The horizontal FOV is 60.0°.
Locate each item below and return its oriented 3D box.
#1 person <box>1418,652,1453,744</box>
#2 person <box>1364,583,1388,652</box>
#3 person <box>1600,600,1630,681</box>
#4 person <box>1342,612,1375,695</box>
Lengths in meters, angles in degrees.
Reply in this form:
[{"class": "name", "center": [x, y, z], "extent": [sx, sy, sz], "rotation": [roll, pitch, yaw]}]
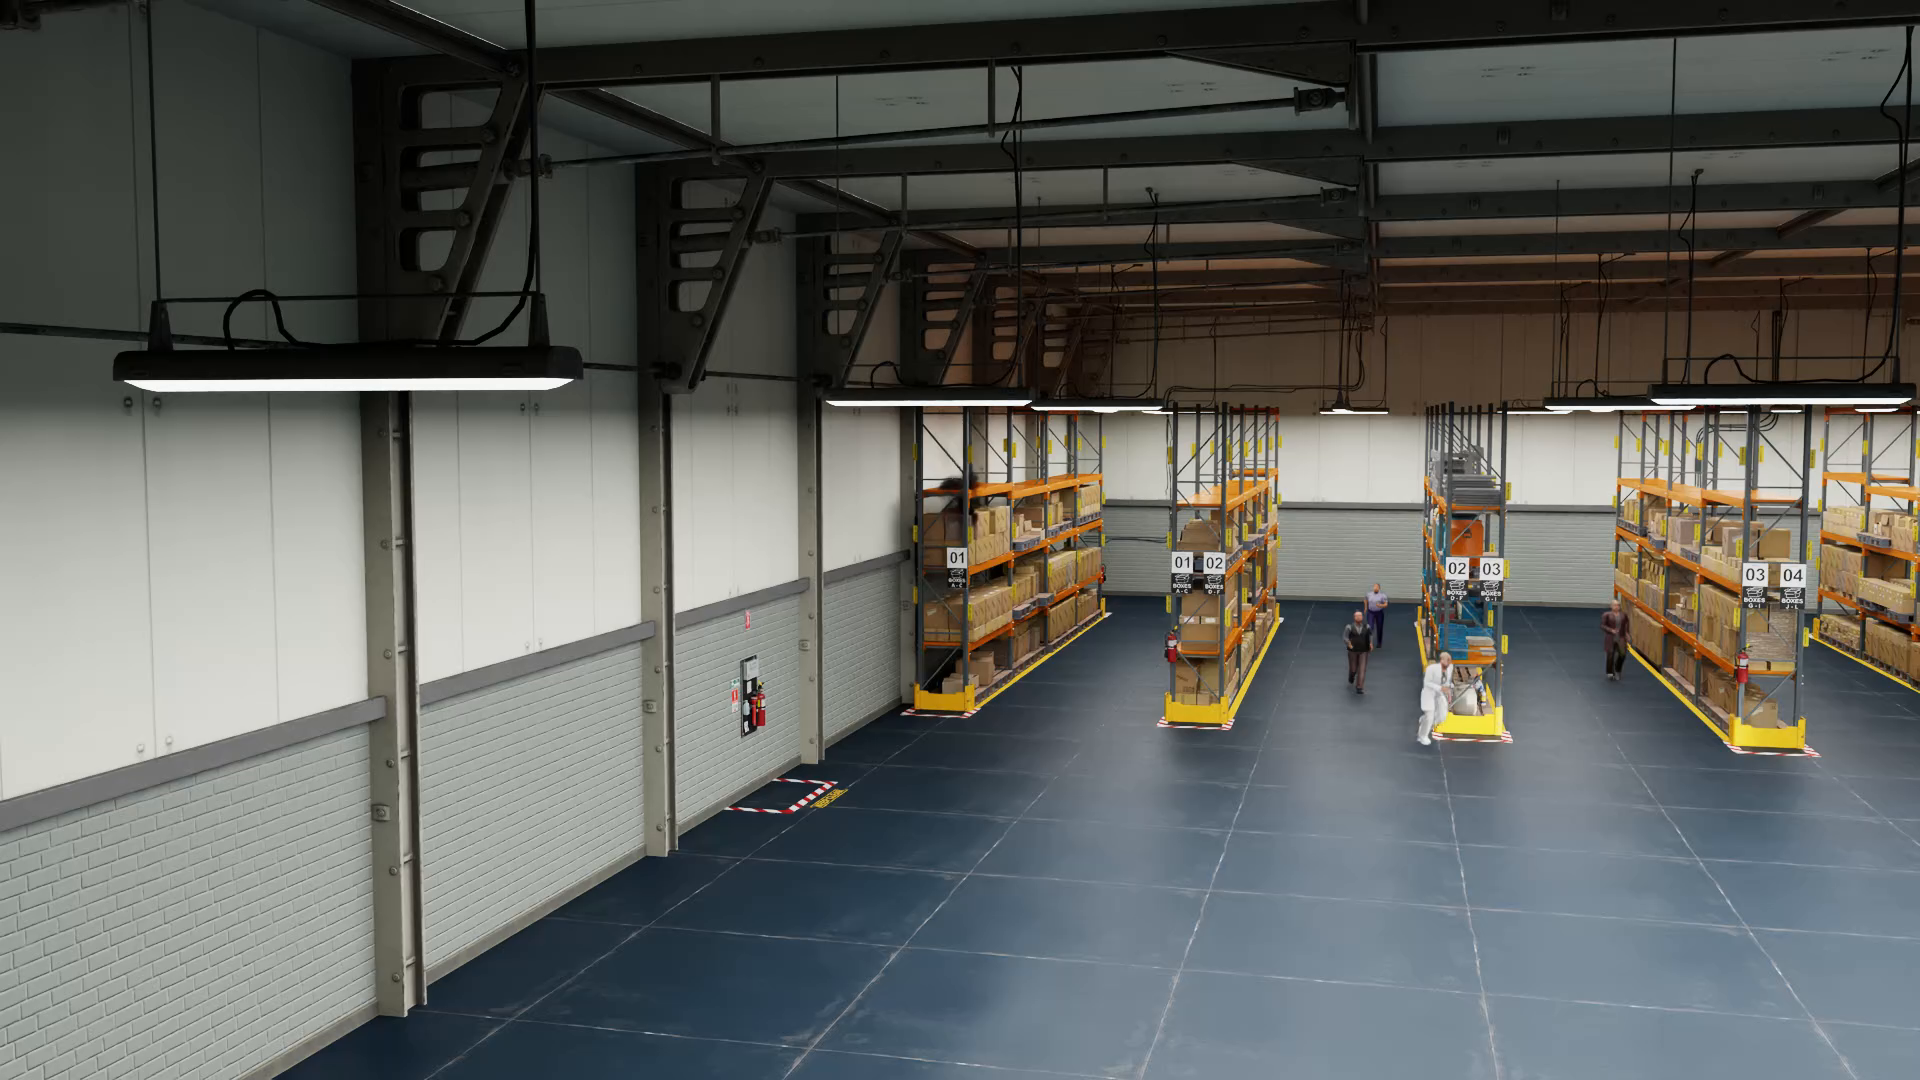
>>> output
[{"class": "person", "center": [8.369, 2.760, 29.030], "extent": [0.731, 1.655, 0.843], "rotation": [-2, 5, -25]}, {"class": "person", "center": [10.195, 1.892, 40.786], "extent": [0.580, 1.709, 0.764], "rotation": [1, 4, 18]}, {"class": "person", "center": [14.213, 2.180, 36.059], "extent": [0.672, 1.771, 0.837], "rotation": [1, 4, 7]}, {"class": "person", "center": [8.294, 2.332, 34.578], "extent": [0.677, 1.691, 0.896], "rotation": [0, 4, 7]}]
